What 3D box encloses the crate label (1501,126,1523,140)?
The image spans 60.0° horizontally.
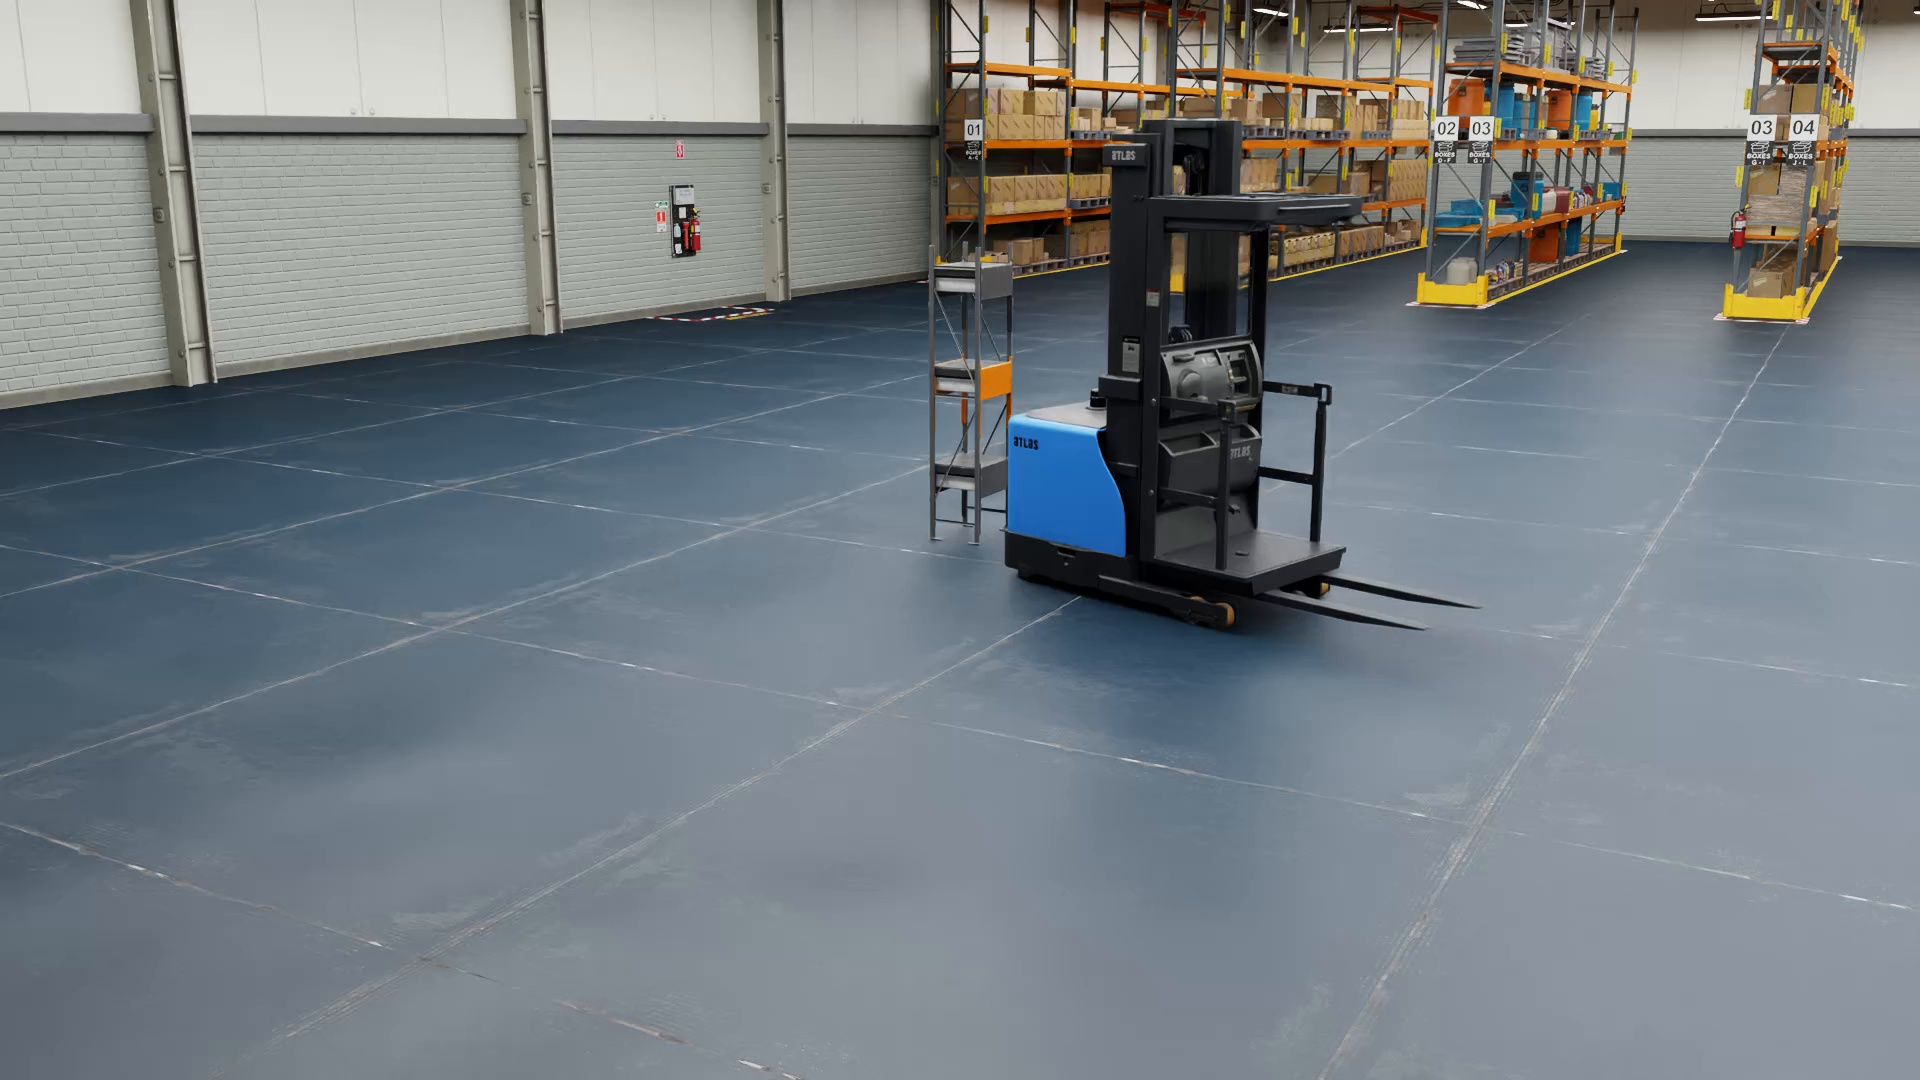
[{"bbox_3d":[9.908,-7.376,30.146,0.502,0.251,0.408,7,15,28],"label":"crate label"}]

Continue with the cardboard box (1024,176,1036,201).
[{"bbox_3d":[1.278,-7.444,35.188,0.500,0.500,0.500,8,16,30],"label":"cardboard box"}]

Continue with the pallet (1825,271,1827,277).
[{"bbox_3d":[17.955,-5.771,35.519,1.003,0.211,1.213,7,15,28],"label":"pallet"}]

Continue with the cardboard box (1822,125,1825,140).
[{"bbox_3d":[14.243,-6.852,27.976,0.500,0.250,0.500,8,16,30],"label":"cardboard box"}]

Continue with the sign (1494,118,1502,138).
[{"bbox_3d":[9.194,-7.043,28.427,0.100,0.325,0.005,7,15,28],"label":"sign"}]

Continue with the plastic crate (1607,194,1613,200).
[{"bbox_3d":[16.213,-8.639,41.903,0.396,0.136,0.243,7,15,28],"label":"plastic crate"}]

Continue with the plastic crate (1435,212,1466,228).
[{"bbox_3d":[8.694,-5.708,29.626,0.499,0.251,0.616,7,15,28],"label":"plastic crate"}]

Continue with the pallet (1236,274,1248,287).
[{"bbox_3d":[5.304,-5.261,33.405,1.003,0.211,1.213,7,15,28],"label":"pallet"}]

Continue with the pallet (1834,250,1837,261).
[{"bbox_3d":[20.467,-6.836,39.940,1.003,0.211,1.213,7,15,28],"label":"pallet"}]

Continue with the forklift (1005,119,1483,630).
[{"bbox_3d":[1.695,-1.027,10.042,1.130,2.935,3.031,-13,19,-43],"label":"forklift"}]

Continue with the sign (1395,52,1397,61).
[{"bbox_3d":[11.640,-12.959,44.423,0.100,0.325,0.005,7,15,28],"label":"sign"}]

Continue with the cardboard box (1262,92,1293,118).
[{"bbox_3d":[6.646,-9.102,34.813,0.500,0.500,0.500,8,15,29],"label":"cardboard box"}]

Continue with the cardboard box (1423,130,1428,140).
[{"bbox_3d":[12.097,-10.738,44.094,0.500,0.250,0.500,7,15,28],"label":"cardboard box"}]

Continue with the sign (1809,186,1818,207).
[{"bbox_3d":[13.525,-5.442,26.358,0.100,0.325,0.005,7,15,28],"label":"sign"}]

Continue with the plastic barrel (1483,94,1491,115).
[{"bbox_3d":[9.154,-7.646,29.649,0.600,0.588,0.600,0,14,0],"label":"plastic barrel"}]

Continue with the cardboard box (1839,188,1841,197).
[{"bbox_3d":[20.537,-8.203,39.345,0.500,0.250,0.500,7,15,27],"label":"cardboard box"}]

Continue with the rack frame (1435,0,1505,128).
[{"bbox_3d":[8.714,-8.560,28.339,1.000,3.000,0.127,7,15,28],"label":"rack frame"}]

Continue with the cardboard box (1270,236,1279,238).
[{"bbox_3d":[6.748,-6.491,36.333,0.500,0.311,0.500,7,15,28],"label":"cardboard box"}]

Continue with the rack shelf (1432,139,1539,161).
[{"bbox_3d":[9.681,-7.162,30.477,1.077,0.370,4.000,7,15,28],"label":"rack shelf"}]

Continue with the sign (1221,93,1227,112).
[{"bbox_3d":[4.863,-8.063,30.644,0.100,0.325,0.005,7,15,28],"label":"sign"}]

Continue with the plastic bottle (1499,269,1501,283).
[{"bbox_3d":[10.029,-4.938,30.999,0.097,0.271,0.097,0,14,0],"label":"plastic bottle"}]

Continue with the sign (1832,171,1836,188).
[{"bbox_3d":[17.397,-7.188,33.149,0.100,0.325,0.005,7,15,28],"label":"sign"}]

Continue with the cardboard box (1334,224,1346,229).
[{"bbox_3d":[9.008,-7.651,40.164,0.500,0.250,0.500,7,15,27],"label":"cardboard box"}]

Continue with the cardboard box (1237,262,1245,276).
[{"bbox_3d":[5.315,-5.363,32.851,0.500,0.250,0.500,7,15,28],"label":"cardboard box"}]

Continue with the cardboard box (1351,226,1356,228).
[{"bbox_3d":[9.486,-7.484,41.070,0.500,0.500,0.500,8,16,29],"label":"cardboard box"}]

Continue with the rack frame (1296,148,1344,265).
[{"bbox_3d":[8.247,-7.847,38.181,1.000,3.000,0.127,7,15,28],"label":"rack frame"}]

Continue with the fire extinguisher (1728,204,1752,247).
[{"bbox_3d":[12.591,-5.073,26.843,0.296,0.674,0.183,7,15,28],"label":"fire extinguisher"}]

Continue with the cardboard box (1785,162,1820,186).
[{"bbox_3d":[13.802,-5.945,27.313,0.500,0.500,0.500,7,15,28],"label":"cardboard box"}]

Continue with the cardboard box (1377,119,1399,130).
[{"bbox_3d":[10.634,-10.367,41.490,0.500,0.250,0.500,7,15,28],"label":"cardboard box"}]

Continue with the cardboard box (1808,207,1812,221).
[{"bbox_3d":[14.286,-5.798,28.836,0.875,0.500,0.500,7,15,28],"label":"cardboard box"}]

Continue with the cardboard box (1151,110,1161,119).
[{"bbox_3d":[4.582,-10.461,41.471,0.700,0.500,0.500,8,16,31],"label":"cardboard box"}]

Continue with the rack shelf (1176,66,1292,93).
[{"bbox_3d":[5.347,-8.988,32.503,1.077,0.370,4.000,7,15,28],"label":"rack shelf"}]

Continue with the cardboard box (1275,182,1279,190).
[{"bbox_3d":[6.370,-7.310,34.357,0.380,0.149,0.250,7,15,28],"label":"cardboard box"}]

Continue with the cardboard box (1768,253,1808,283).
[{"bbox_3d":[15.546,-5.121,31.269,0.700,0.500,0.500,7,15,28],"label":"cardboard box"}]

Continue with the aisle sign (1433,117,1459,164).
[{"bbox_3d":[8.419,-6.926,28.816,0.394,0.787,0.004,7,15,28],"label":"aisle sign"}]

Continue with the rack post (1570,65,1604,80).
[{"bbox_3d":[13.648,-10.349,36.827,0.937,0.300,0.954,9,16,34],"label":"rack post"}]

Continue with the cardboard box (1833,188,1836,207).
[{"bbox_3d":[18.619,-7.365,35.971,0.500,0.500,0.500,8,16,30],"label":"cardboard box"}]

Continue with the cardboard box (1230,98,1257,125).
[{"bbox_3d":[5.422,-8.294,32.229,0.500,0.500,0.500,7,15,28],"label":"cardboard box"}]

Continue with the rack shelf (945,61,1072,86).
[{"bbox_3d":[1.009,-9.741,34.782,1.077,0.370,4.000,7,15,28],"label":"rack shelf"}]

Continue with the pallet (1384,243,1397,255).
[{"bbox_3d":[10.514,-7.453,42.496,1.003,0.211,1.213,7,15,28],"label":"pallet"}]

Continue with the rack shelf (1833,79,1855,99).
[{"bbox_3d":[19.818,-10.327,38.057,1.077,0.370,4.000,7,15,28],"label":"rack shelf"}]

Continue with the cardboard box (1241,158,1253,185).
[{"bbox_3d":[5.377,-7.305,32.952,0.700,0.500,0.500,7,15,28],"label":"cardboard box"}]

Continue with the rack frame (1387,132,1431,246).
[{"bbox_3d":[12.115,-9.488,44.989,1.000,3.000,0.127,7,15,28],"label":"rack frame"}]

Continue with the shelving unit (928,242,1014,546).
[{"bbox_3d":[0.080,-1.055,11.928,0.431,2.100,0.503,7,15,28],"label":"shelving unit"}]

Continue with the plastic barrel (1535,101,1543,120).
[{"bbox_3d":[11.678,-8.674,34.295,0.600,0.830,0.708,7,15,28],"label":"plastic barrel"}]

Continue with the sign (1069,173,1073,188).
[{"bbox_3d":[2.454,-7.948,36.752,0.100,0.325,0.005,7,15,28],"label":"sign"}]

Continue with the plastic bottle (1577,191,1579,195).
[{"bbox_3d":[14.231,-7.872,38.392,0.144,0.351,0.185,7,15,28],"label":"plastic bottle"}]

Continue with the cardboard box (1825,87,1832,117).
[{"bbox_3d":[14.989,-7.676,29.159,0.500,0.500,0.500,7,15,26],"label":"cardboard box"}]

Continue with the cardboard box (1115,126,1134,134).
[{"bbox_3d":[3.797,-9.654,39.423,0.500,0.311,0.500,7,15,28],"label":"cardboard box"}]

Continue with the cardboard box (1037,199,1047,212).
[{"bbox_3d":[1.534,-7.186,35.716,0.500,0.250,0.500,7,15,28],"label":"cardboard box"}]

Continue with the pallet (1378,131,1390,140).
[{"bbox_3d":[9.804,-9.908,40.734,1.213,0.211,1.003,7,15,28],"label":"pallet"}]

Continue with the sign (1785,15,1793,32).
[{"bbox_3d":[16.430,-10.233,32.949,0.100,0.325,0.005,7,15,28],"label":"sign"}]

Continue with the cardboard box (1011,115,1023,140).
[{"bbox_3d":[0.961,-8.536,34.384,0.500,0.500,0.500,8,16,31],"label":"cardboard box"}]

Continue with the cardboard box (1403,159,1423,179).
[{"bbox_3d":[11.897,-9.797,43.922,0.500,0.500,0.500,8,16,30],"label":"cardboard box"}]
